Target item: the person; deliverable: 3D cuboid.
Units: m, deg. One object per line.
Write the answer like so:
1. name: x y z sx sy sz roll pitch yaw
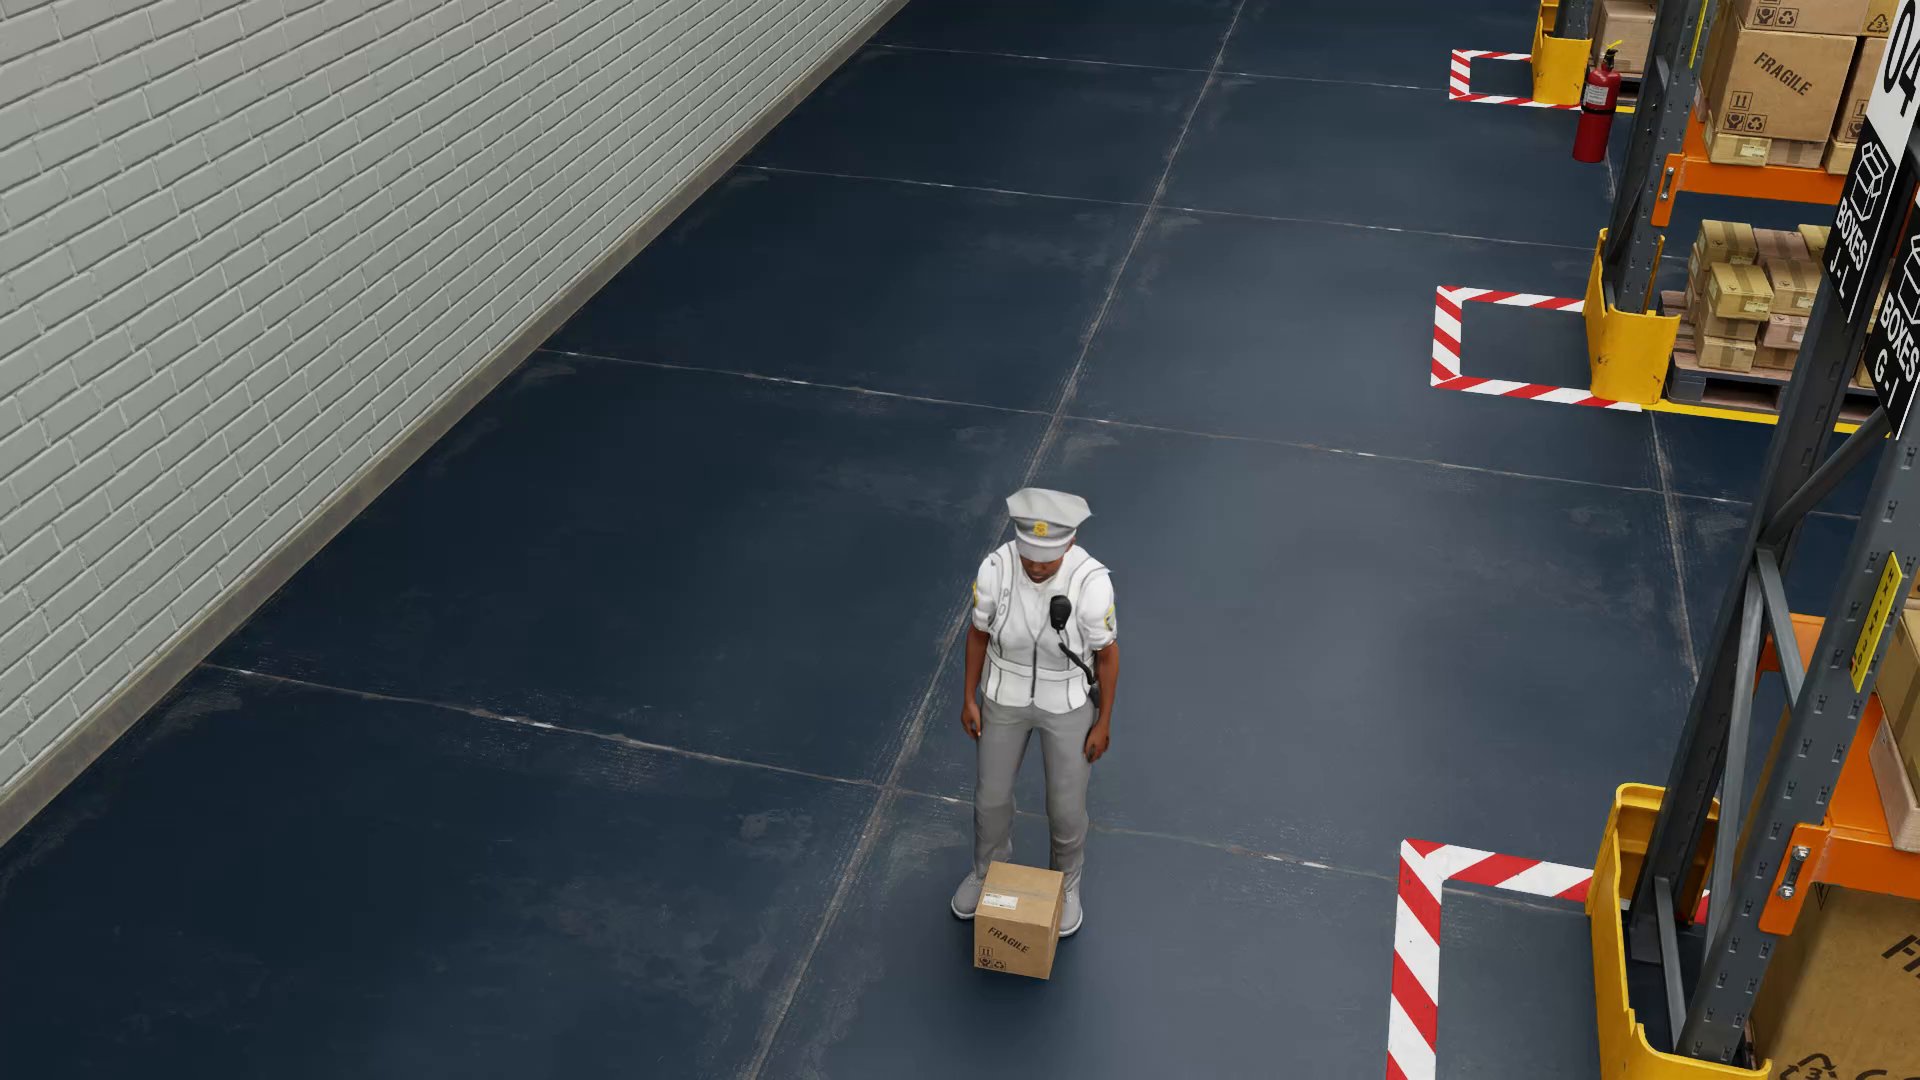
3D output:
1. person: 0.243 0.539 5.310 0.504 1.659 0.394 8 34 13
